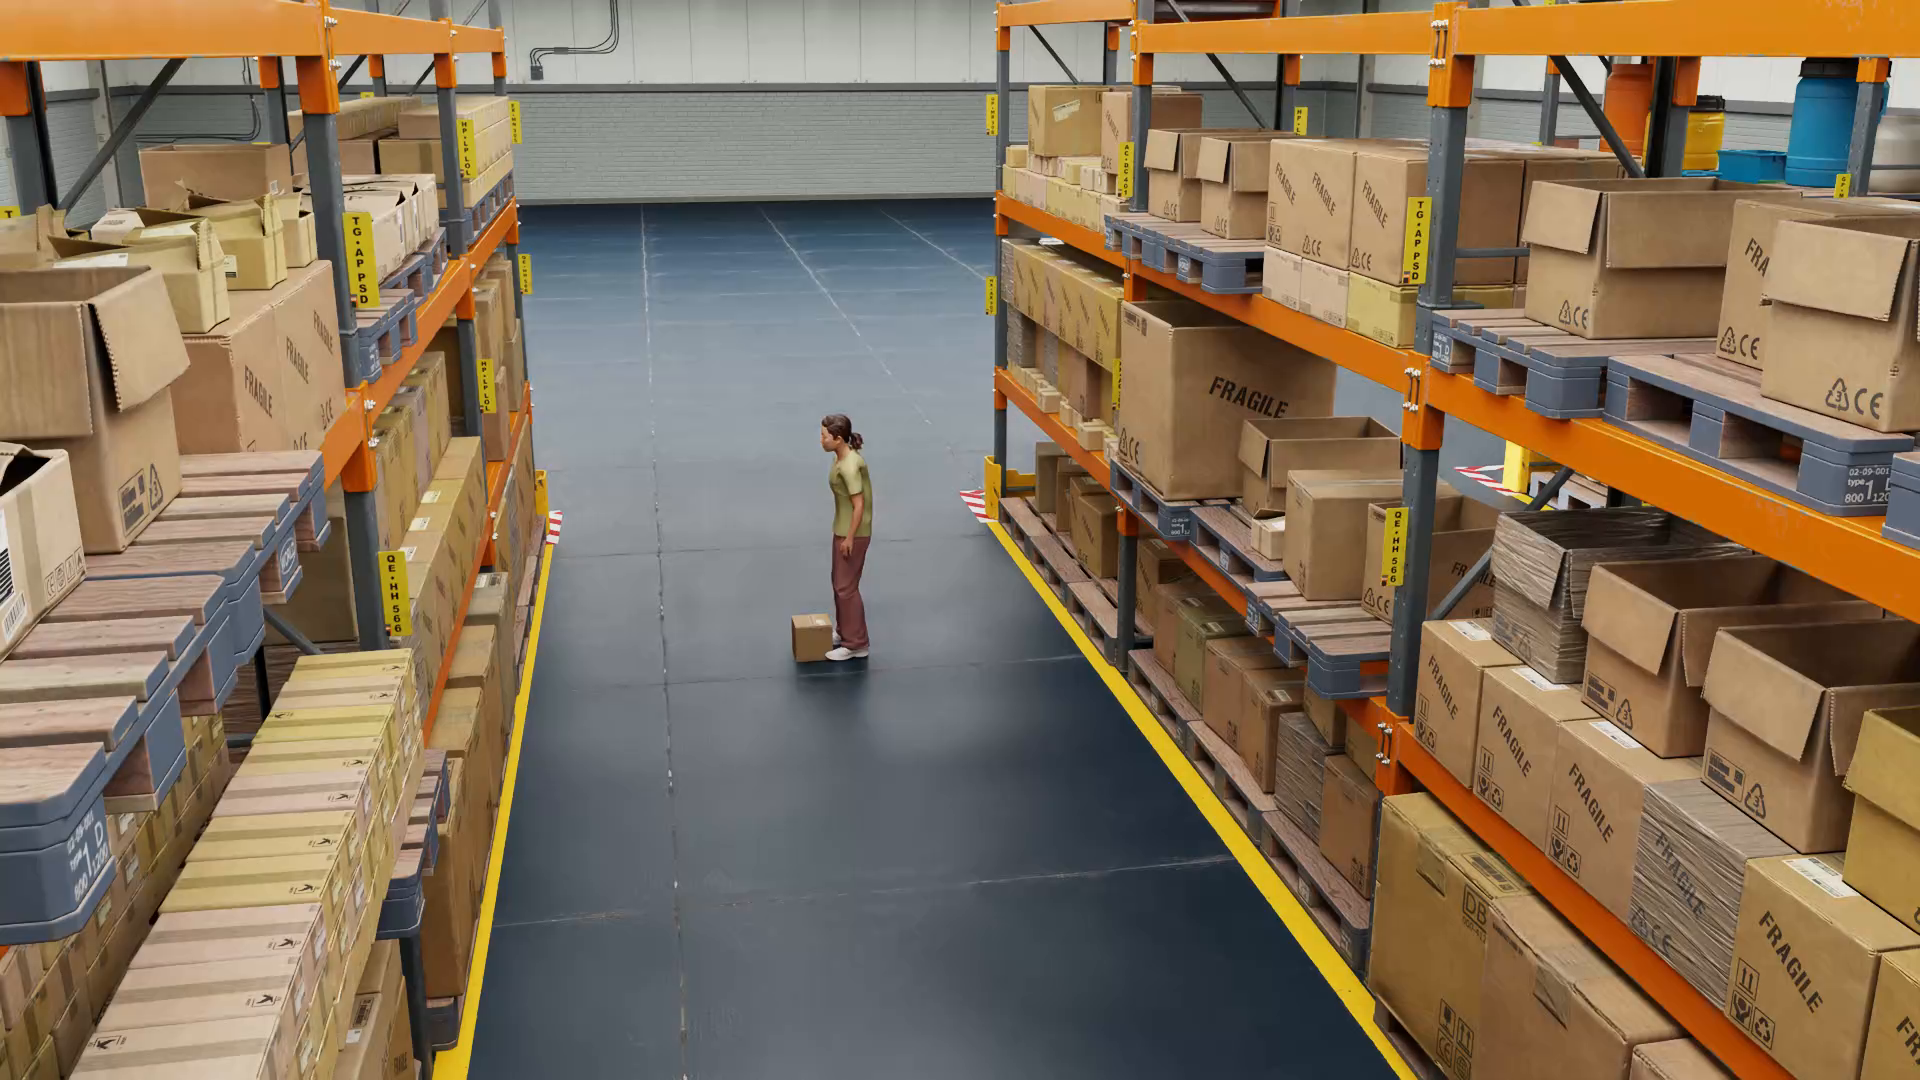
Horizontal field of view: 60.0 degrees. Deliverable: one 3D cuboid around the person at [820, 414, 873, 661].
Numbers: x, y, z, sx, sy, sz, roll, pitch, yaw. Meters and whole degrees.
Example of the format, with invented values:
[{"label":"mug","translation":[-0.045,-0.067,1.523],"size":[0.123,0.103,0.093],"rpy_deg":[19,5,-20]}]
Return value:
[{"label":"person","translation":[-0.765,-0.025,11.159],"size":[0.358,1.652,0.499],"rpy_deg":[-3,17,-10]}]
